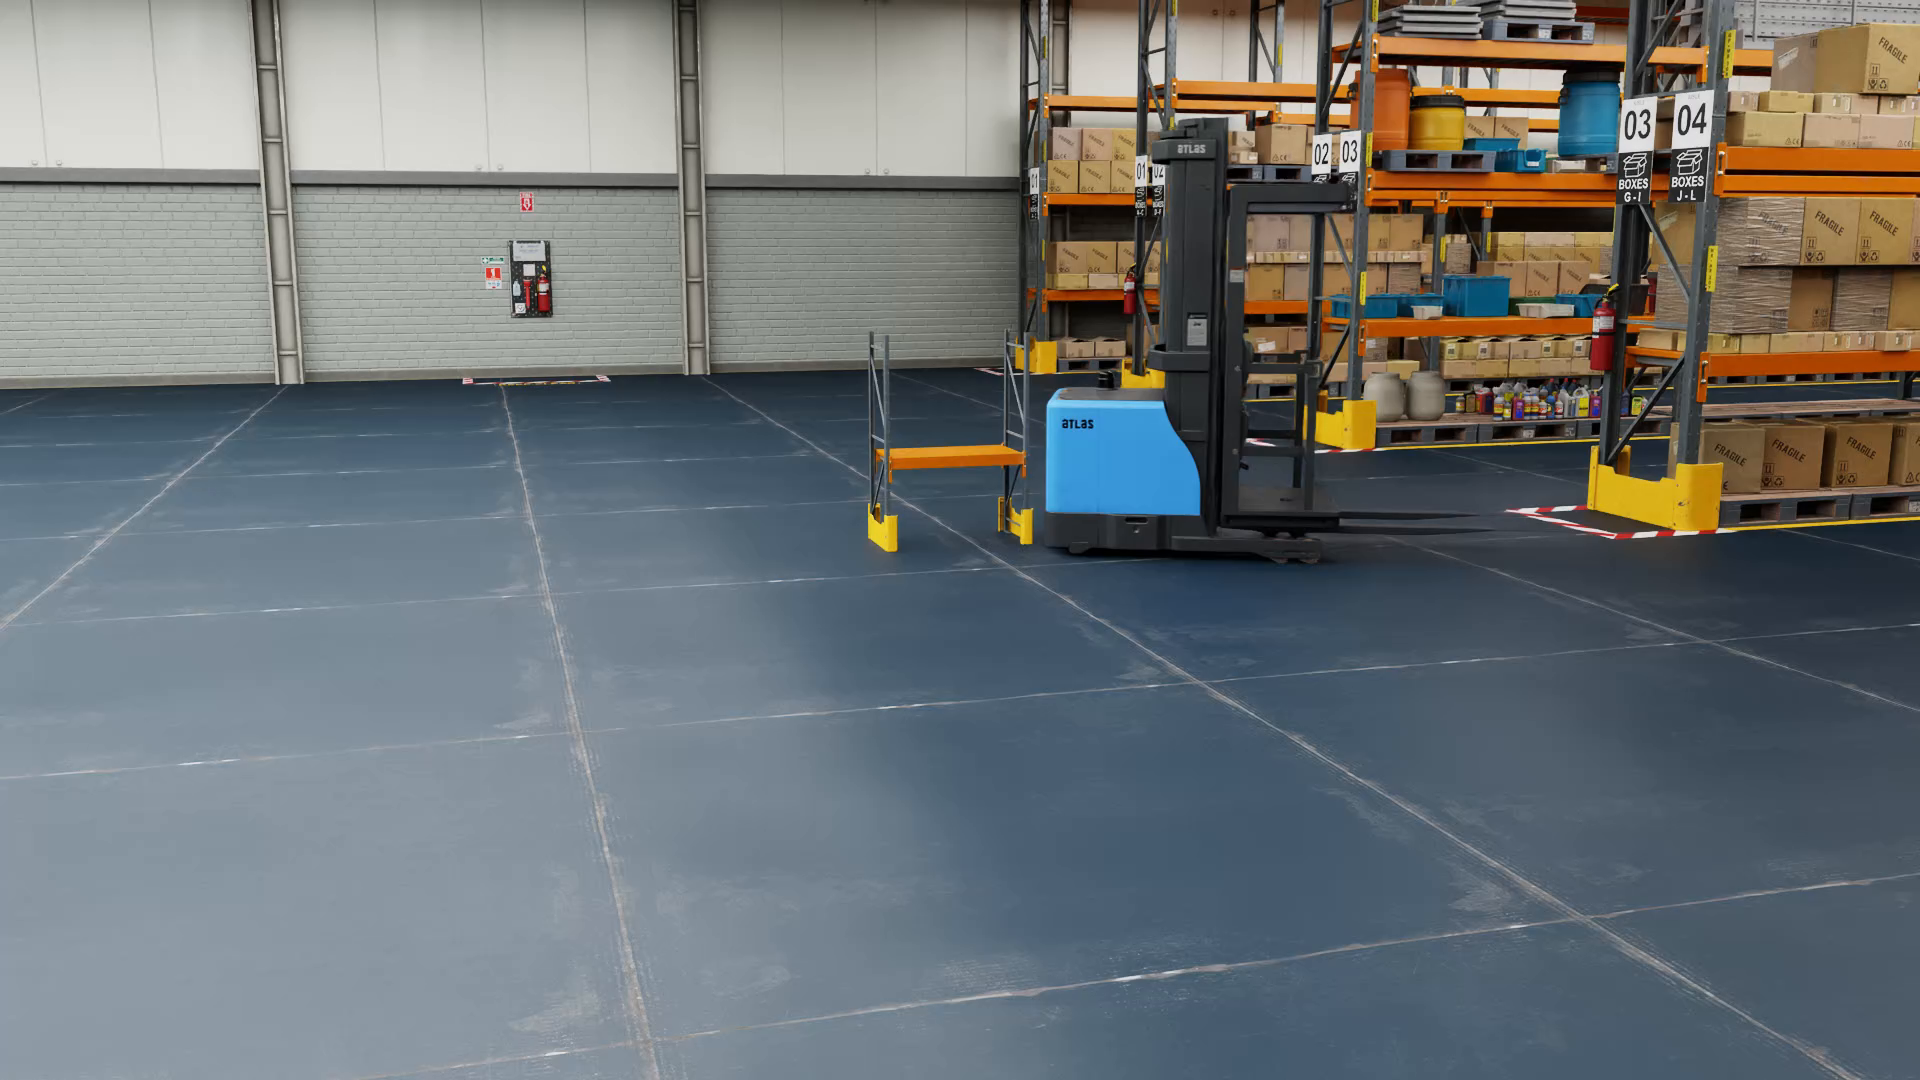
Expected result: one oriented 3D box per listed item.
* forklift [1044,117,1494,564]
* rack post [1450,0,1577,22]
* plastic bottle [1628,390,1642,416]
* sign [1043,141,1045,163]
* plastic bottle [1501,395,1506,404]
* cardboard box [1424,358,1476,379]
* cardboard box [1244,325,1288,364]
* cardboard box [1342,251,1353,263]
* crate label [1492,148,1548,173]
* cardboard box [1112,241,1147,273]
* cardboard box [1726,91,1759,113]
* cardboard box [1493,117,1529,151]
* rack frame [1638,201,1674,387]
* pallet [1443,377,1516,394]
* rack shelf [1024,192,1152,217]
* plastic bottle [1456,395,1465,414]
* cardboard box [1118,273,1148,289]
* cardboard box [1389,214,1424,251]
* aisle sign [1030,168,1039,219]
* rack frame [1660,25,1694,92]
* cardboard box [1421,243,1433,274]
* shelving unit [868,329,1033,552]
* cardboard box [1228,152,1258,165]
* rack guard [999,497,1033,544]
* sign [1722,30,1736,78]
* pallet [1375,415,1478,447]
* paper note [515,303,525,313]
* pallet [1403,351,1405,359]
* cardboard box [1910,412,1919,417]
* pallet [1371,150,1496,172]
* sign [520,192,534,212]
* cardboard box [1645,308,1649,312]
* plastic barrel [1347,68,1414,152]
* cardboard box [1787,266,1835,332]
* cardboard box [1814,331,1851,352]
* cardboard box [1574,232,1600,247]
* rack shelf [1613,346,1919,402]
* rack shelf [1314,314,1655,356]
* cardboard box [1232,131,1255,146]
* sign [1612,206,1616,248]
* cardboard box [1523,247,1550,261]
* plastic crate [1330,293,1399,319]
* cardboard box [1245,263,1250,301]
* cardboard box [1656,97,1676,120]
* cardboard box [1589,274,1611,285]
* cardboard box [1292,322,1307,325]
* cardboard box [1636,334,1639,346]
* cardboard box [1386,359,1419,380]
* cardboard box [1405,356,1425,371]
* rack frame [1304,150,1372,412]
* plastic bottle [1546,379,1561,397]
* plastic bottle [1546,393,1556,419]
[{"bbox_3d":[2.133,-1.385,11.473,3.031,2.935,1.130,1,11,7],"label":"forklift"},{"bbox_3d":[5.777,-5.519,17.381,0.954,0.300,0.937,-3,11,-17],"label":"rack post"},{"bbox_3d":[7.396,-1.504,18.217,0.133,0.283,0.061,-2,11,-13],"label":"plastic bottle"},{"bbox_3d":[1.308,-6.036,25.847,0.005,0.325,0.100,-3,11,-16],"label":"sign"},{"bbox_3d":[6.002,-1.506,18.457,0.097,0.201,0.097,0,10,0],"label":"plastic bottle"},{"bbox_3d":[6.841,-2.398,23.221,0.500,0.250,0.500,-3,11,-17],"label":"cardboard box"},{"bbox_3d":[4.077,-2.629,22.403,0.500,0.500,0.500,-3,11,-16],"label":"cardboard box"},{"bbox_3d":[5.206,-3.832,22.511,0.250,0.149,0.380,-3,11,-16],"label":"cardboard box"},{"bbox_3d":[5.815,-3.942,17.300,0.408,0.251,0.502,-3,11,-16],"label":"crate label"},{"bbox_3d":[2.674,-4.550,26.764,0.500,0.500,0.500,-3,11,-18],"label":"cardboard box"},{"bbox_3d":[5.639,-3.213,12.242,0.250,0.149,0.380,-3,11,-16],"label":"cardboard box"},{"bbox_3d":[7.528,-5.600,23.080,0.500,0.500,0.500,-2,11,-10],"label":"cardboard box"},{"bbox_3d":[10.225,-3.769,24.233,0.127,3.000,1.000,-3,11,-16],"label":"rack frame"},{"bbox_3d":[7.081,-2.239,23.625,1.213,0.211,1.003,-3,11,-16],"label":"pallet"},{"bbox_3d":[3.076,-5.447,27.054,4.000,0.370,1.077,-3,11,-16],"label":"rack shelf"},{"bbox_3d":[5.566,-1.512,18.488,0.097,0.201,0.097,0,10,0],"label":"plastic bottle"},{"bbox_3d":[2.699,-4.184,26.847,0.500,0.250,0.500,-3,11,-17],"label":"cardboard box"},{"bbox_3d":[5.961,-4.230,22.879,0.500,0.500,0.700,-3,11,-16],"label":"cardboard box"},{"bbox_3d":[1.171,-5.448,26.172,0.004,0.787,0.394,-3,11,-16],"label":"aisle sign"},{"bbox_3d":[12.678,-7.782,29.466,0.127,3.000,1.000,-3,11,-16],"label":"rack frame"},{"bbox_3d":[7.860,-4.837,28.543,0.500,0.500,0.700,-4,11,-21],"label":"cardboard box"},{"bbox_3d":[-0.073,-0.734,11.890,1.083,1.500,0.587,-3,11,-16],"label":"shelving unit"},{"bbox_3d":[3.723,-5.020,21.891,0.250,0.149,0.380,-3,11,-16],"label":"cardboard box"},{"bbox_3d":[0.405,-0.144,12.140,0.087,0.250,0.587,-3,11,-16],"label":"rack guard"},{"bbox_3d":[5.461,-3.452,11.815,0.005,0.325,0.100,-3,11,-16],"label":"sign"},{"bbox_3d":[4.766,-1.183,17.892,1.213,0.211,1.003,-3,11,-16],"label":"pallet"},{"bbox_3d":[-6.747,-3.558,25.523,0.142,0.148,0.016,-3,11,-16],"label":"paper note"},{"bbox_3d":[6.917,-3.158,28.617,1.213,0.211,1.003,-3,11,-16],"label":"pallet"},{"bbox_3d":[8.207,-0.778,13.730,0.500,0.500,0.500,0,10,2],"label":"cardboard box"},{"bbox_3d":[4.747,-3.910,17.236,1.213,0.211,1.003,-3,11,-16],"label":"pallet"},{"bbox_3d":[-6.593,-5.145,25.309,0.199,0.298,0.001,-3,11,-16],"label":"sign"},{"bbox_3d":[12.090,-3.926,29.864,0.750,0.750,0.750,-3,11,-15],"label":"cardboard box"},{"bbox_3d":[4.356,-4.442,17.261,0.708,0.830,0.600,-3,11,-16],"label":"plastic barrel"},{"bbox_3d":[6.292,-1.906,13.019,0.500,0.500,0.875,-3,11,-16],"label":"cardboard box"},{"bbox_3d":[6.616,-1.538,12.810,0.250,0.149,0.380,-3,11,-16],"label":"cardboard box"},{"bbox_3d":[10.828,-5.262,29.121,0.500,0.250,0.500,-3,11,-17],"label":"cardboard box"},{"bbox_3d":[7.230,-1.389,13.293,4.000,0.370,1.077,-3,11,-16],"label":"rack shelf"},{"bbox_3d":[5.845,-2.250,17.970,4.000,0.370,1.077,-3,11,-16],"label":"rack shelf"},{"bbox_3d":[4.591,-6.381,27.043,0.500,0.500,0.500,-4,11,-21],"label":"cardboard box"},{"bbox_3d":[5.174,-2.464,13.075,0.005,0.325,0.100,-3,11,-16],"label":"sign"},{"bbox_3d":[9.881,-4.840,28.899,0.500,0.500,0.500,-3,11,-14],"label":"cardboard box"},{"bbox_3d":[4.322,-2.507,17.789,0.616,0.251,0.499,-3,11,-16],"label":"plastic crate"},{"bbox_3d":[3.499,-3.462,22.290,0.500,0.500,0.700,-3,11,-14],"label":"cardboard box"},{"bbox_3d":[5.489,-3.307,12.755,0.250,0.149,0.380,-3,11,-16],"label":"cardboard box"},{"bbox_3d":[9.312,-3.713,24.178,0.500,0.311,0.500,-3,11,-17],"label":"cardboard box"},{"bbox_3d":[4.892,-2.770,23.170,0.500,0.500,0.500,-3,11,-16],"label":"cardboard box"},{"bbox_3d":[9.791,-2.829,24.017,0.500,0.311,0.500,-3,11,-14],"label":"cardboard box"},{"bbox_3d":[6.001,-2.359,23.010,0.500,0.250,0.500,-3,11,-16],"label":"cardboard box"},{"bbox_3d":[6.702,-2.492,23.732,0.500,0.250,0.500,-3,11,-16],"label":"cardboard box"},{"bbox_3d":[3.925,-2.503,17.355,0.127,3.000,1.000,-3,11,-16],"label":"rack frame"},{"bbox_3d":[6.693,-1.640,18.773,0.185,0.351,0.144,-4,11,-18],"label":"plastic bottle"},{"bbox_3d":[6.373,-1.447,17.944,0.097,0.271,0.097,0,10,0],"label":"plastic bottle"}]
